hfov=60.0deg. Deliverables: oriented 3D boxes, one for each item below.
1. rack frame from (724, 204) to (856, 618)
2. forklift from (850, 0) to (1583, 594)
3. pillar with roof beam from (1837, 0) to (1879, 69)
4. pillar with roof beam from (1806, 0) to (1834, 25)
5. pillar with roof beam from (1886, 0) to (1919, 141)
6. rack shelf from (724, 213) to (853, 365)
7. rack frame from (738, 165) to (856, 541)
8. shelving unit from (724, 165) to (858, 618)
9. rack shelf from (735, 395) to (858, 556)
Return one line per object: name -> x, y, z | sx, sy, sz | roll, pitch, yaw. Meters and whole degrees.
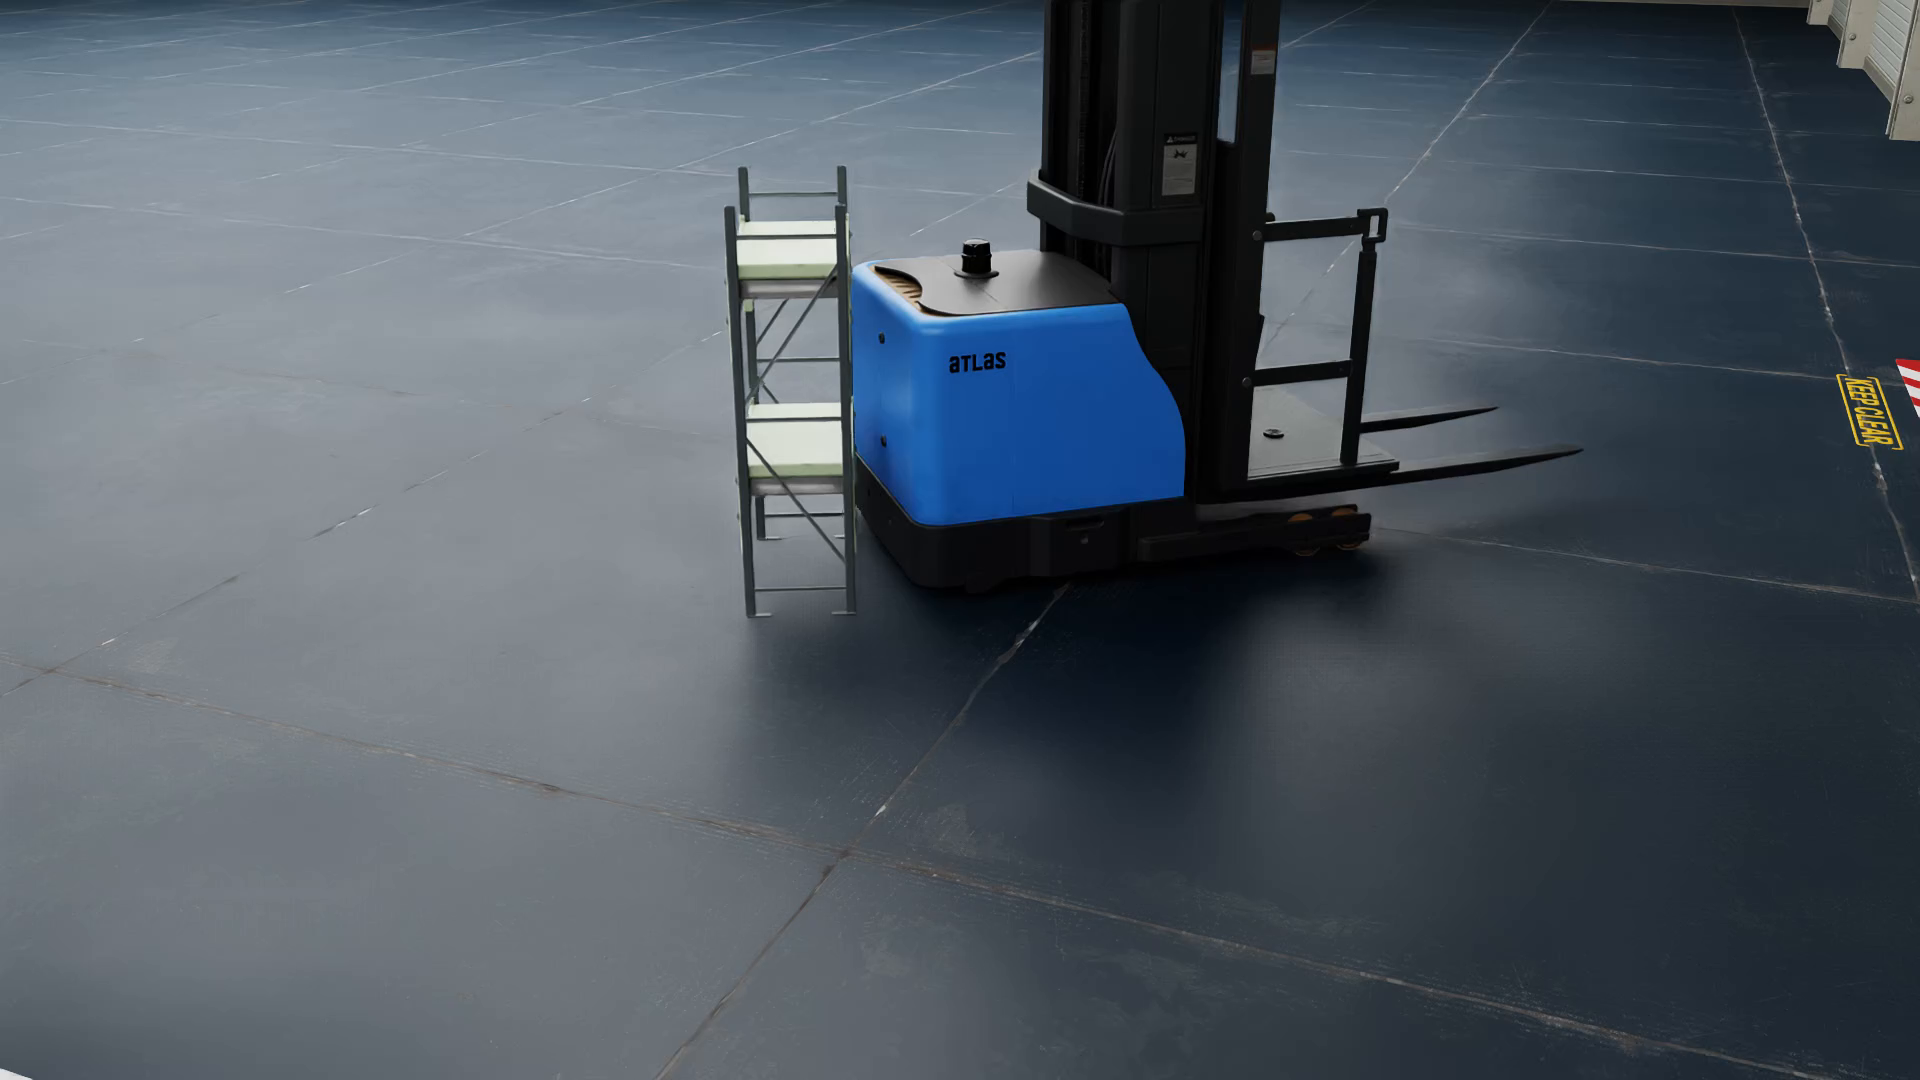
rack frame -> -0.580, -0.415, 5.798 | 0.400, 1.500, 0.023 | -1, 23, -3
forklift -> 1.122, -1.473, 6.473 | 3.031, 2.935, 1.130 | -7, 24, -17
pillar with roof beam -> 7.366, -10.805, 20.943 | 9.100, 9.000, 0.400 | 9, 24, 20
pillar with roof beam -> 9.594, -12.952, 26.083 | 9.100, 9.000, 0.400 | 9, 24, 20
pillar with roof beam -> 5.137, -8.658, 15.802 | 9.100, 9.000, 0.400 | 9, 24, 20
rack shelf -> -0.602, -0.916, 5.984 | 0.431, 0.370, 0.720 | -1, 23, -3
rack frame -> -0.624, -0.697, 6.472 | 0.400, 1.500, 0.023 | -1, 23, -3
shelving unit -> -0.602, -0.556, 6.135 | 0.431, 1.500, 0.755 | -1, 23, -3
rack shelf -> -0.602, -0.255, 6.260 | 0.431, 0.370, 0.720 | -1, 23, -3
